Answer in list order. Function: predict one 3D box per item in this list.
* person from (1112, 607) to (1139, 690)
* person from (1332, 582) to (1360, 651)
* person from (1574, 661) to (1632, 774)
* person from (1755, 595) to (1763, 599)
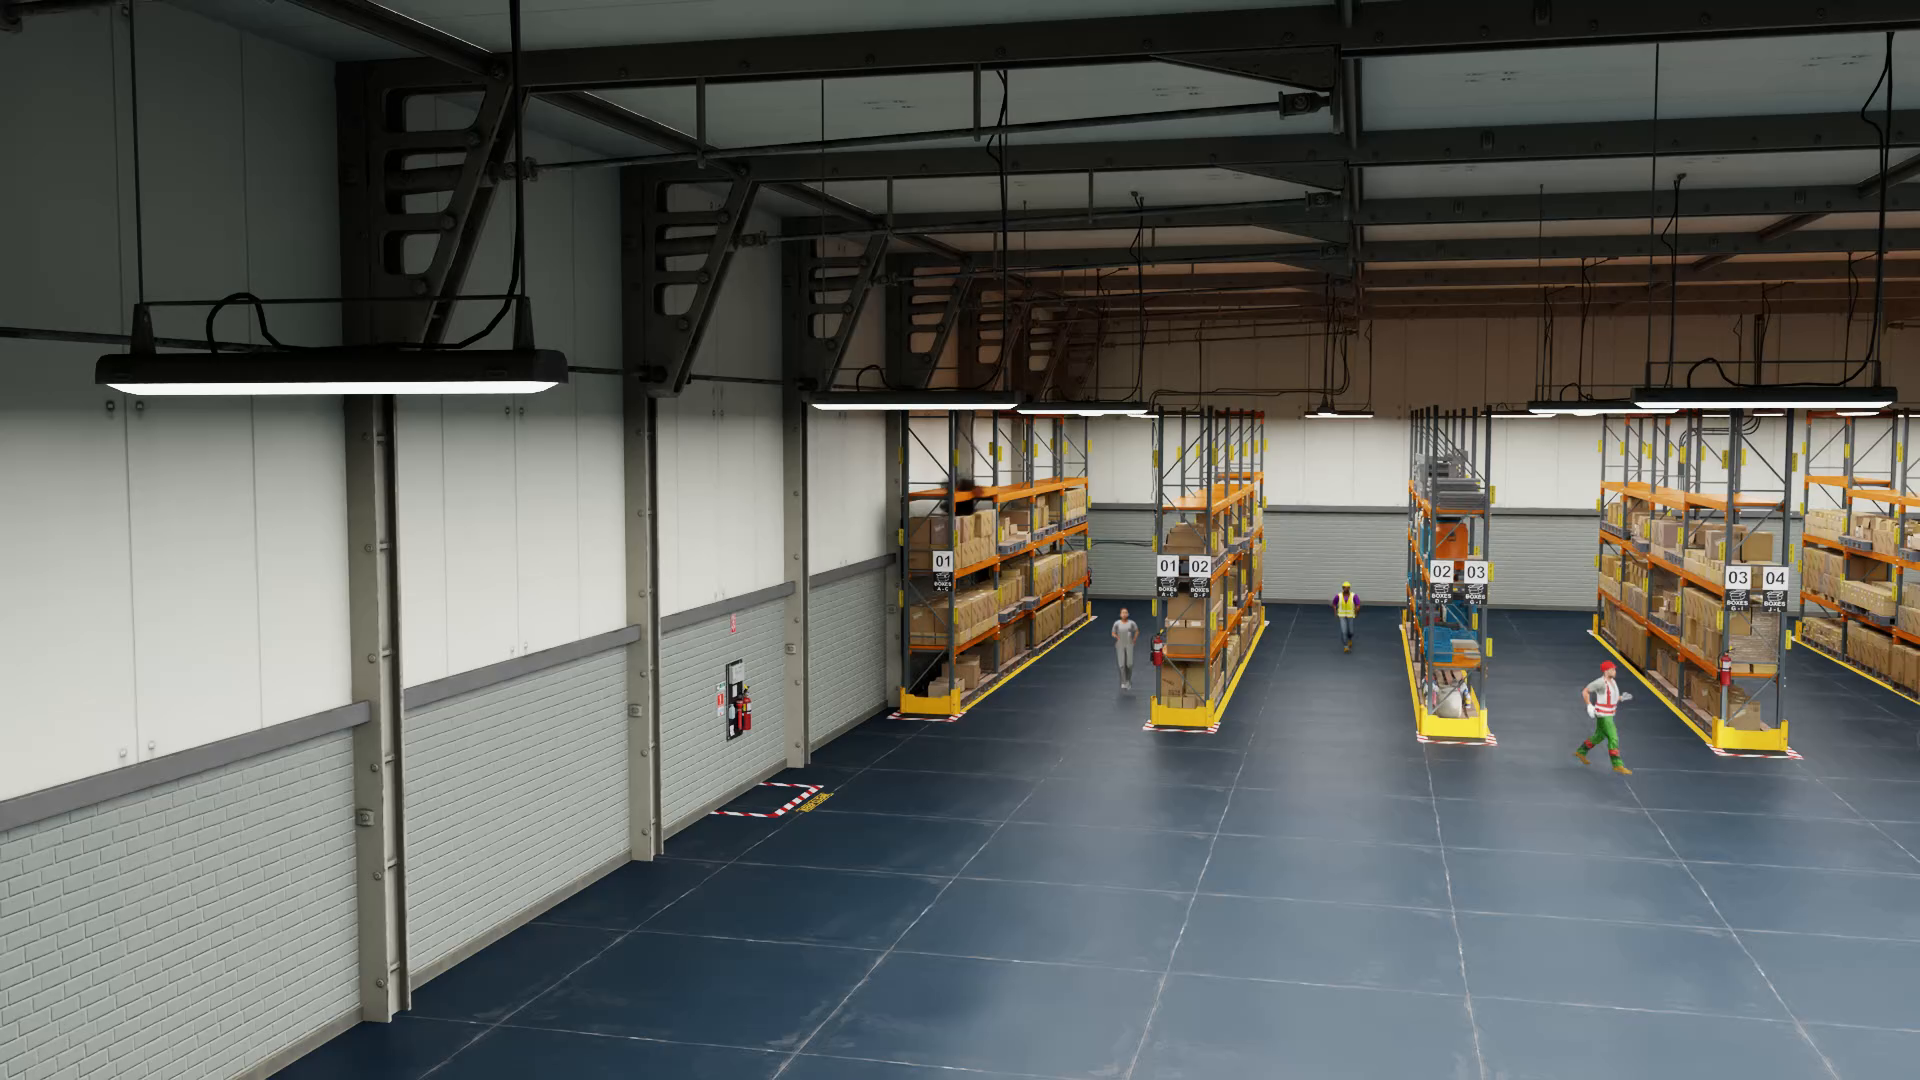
[{"bbox_3d":[3.346,2.211,33.707,0.553,1.679,0.565,0,4,5],"label":"person"},{"bbox_3d":[9.592,1.898,41.315,0.686,1.722,0.589,1,4,13],"label":"person"},{"bbox_3d":[10.473,2.853,27.043,0.984,1.791,0.660,4,6,42],"label":"person"},{"bbox_3d":[20.321,1.814,42.348,0.658,1.710,0.667,1,4,12],"label":"person"}]
